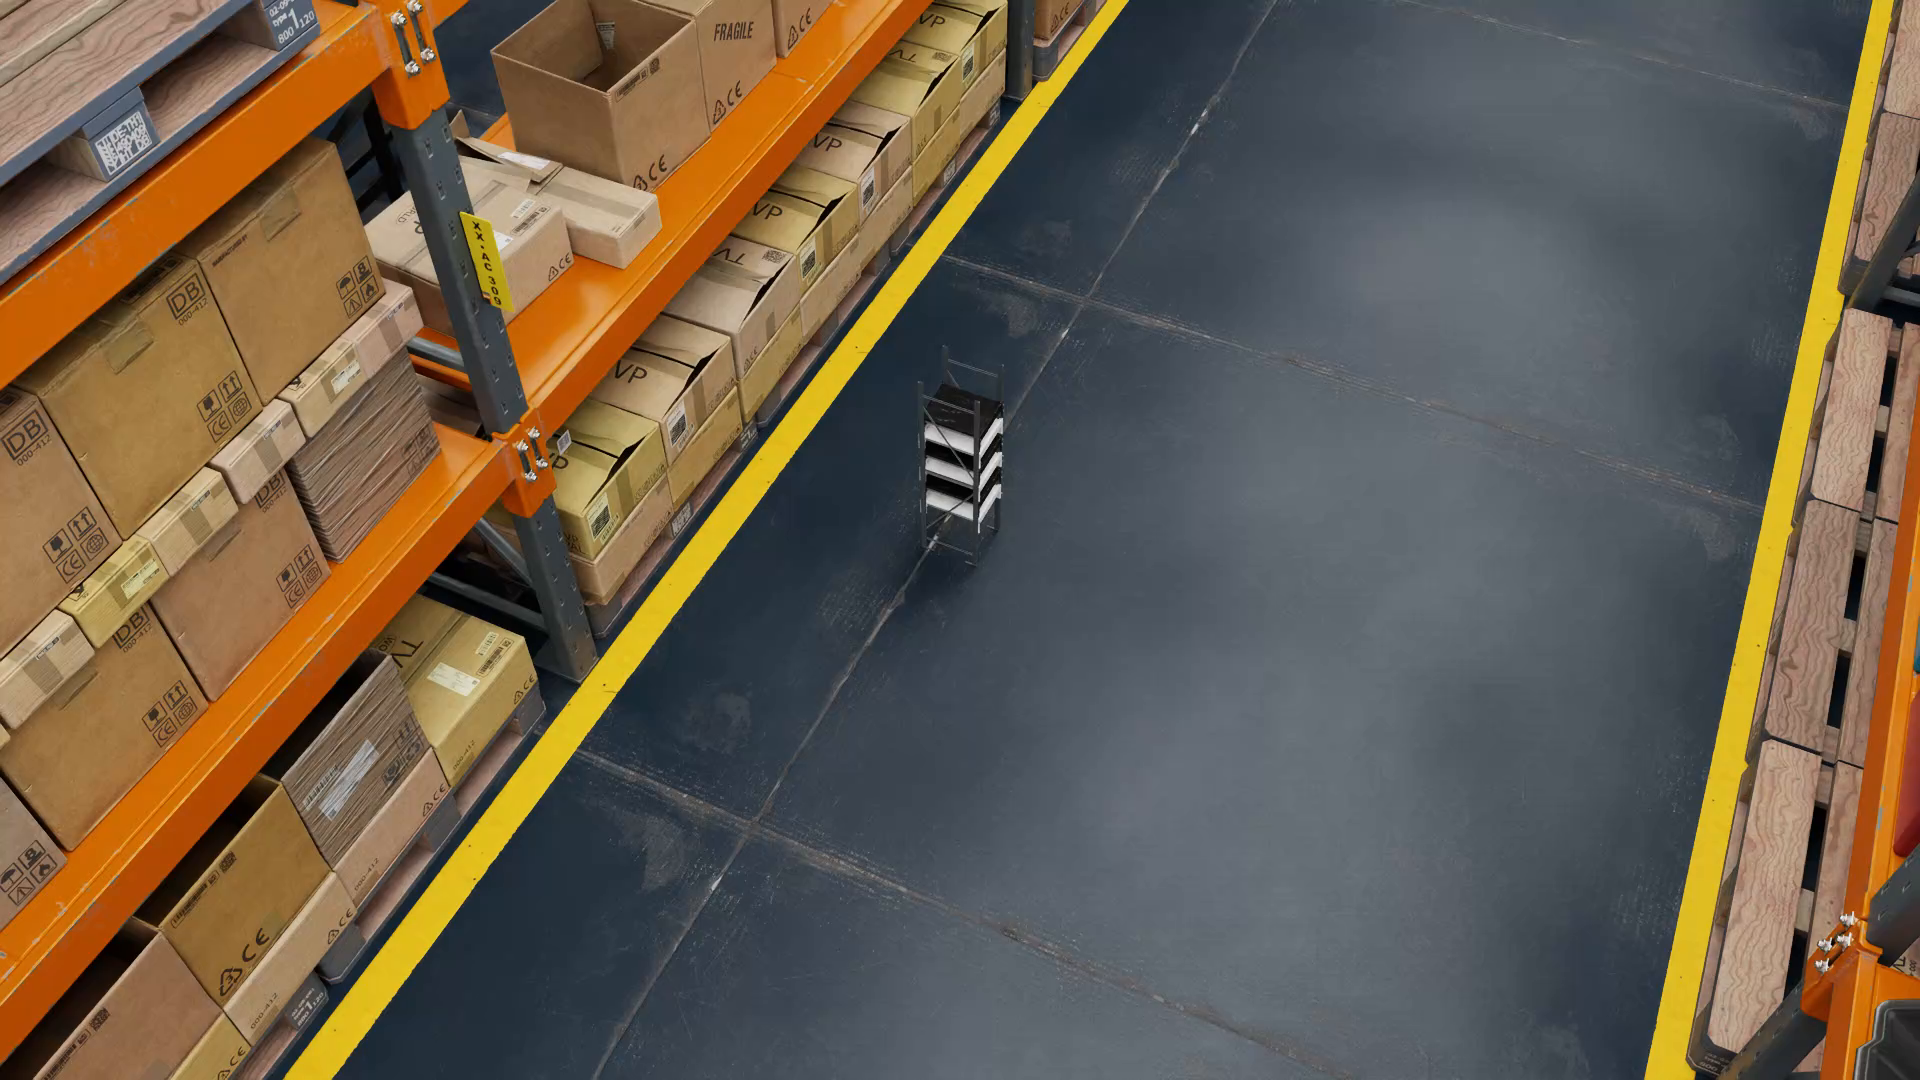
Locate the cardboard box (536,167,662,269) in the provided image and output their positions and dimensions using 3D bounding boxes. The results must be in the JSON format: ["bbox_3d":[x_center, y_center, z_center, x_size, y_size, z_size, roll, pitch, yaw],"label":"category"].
[{"bbox_3d":[-1.254,-1.106,5.702,0.380,0.149,0.250,20,52,16],"label":"cardboard box"}]

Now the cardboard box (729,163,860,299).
[{"bbox_3d":[-0.760,-1.334,6.892,0.500,0.311,0.500,21,53,17],"label":"cardboard box"}]

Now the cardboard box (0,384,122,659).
[{"bbox_3d":[-2.431,-0.096,3.760,0.700,0.500,0.500,20,52,16],"label":"cardboard box"}]

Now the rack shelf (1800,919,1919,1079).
[{"bbox_3d":[1.805,2.580,2.872,1.077,0.370,4.000,20,52,16],"label":"rack shelf"}]

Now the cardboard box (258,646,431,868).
[{"bbox_3d":[-2.042,0.599,5.123,0.500,0.500,0.500,20,52,16],"label":"cardboard box"}]

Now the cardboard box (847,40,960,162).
[{"bbox_3d":[-0.326,-2.025,7.480,0.500,0.311,0.500,19,52,16],"label":"cardboard box"}]

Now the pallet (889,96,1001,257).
[{"bbox_3d":[-0.496,-1.941,8.078,1.003,0.211,1.213,20,52,16],"label":"pallet"}]

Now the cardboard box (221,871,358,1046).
[{"bbox_3d":[-2.241,1.191,5.112,0.500,0.250,0.500,20,52,16],"label":"cardboard box"}]

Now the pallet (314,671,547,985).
[{"bbox_3d":[-2.195,0.793,5.751,1.003,0.211,1.213,20,52,16],"label":"pallet"}]

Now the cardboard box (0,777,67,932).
[{"bbox_3d":[-2.657,0.694,3.940,0.700,0.500,0.500,21,53,17],"label":"cardboard box"}]

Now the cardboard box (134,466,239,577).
[{"bbox_3d":[-2.068,-0.098,4.187,0.380,0.149,0.250,20,52,16],"label":"cardboard box"}]

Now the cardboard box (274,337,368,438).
[{"bbox_3d":[-1.848,-0.460,4.496,0.380,0.149,0.250,19,52,15],"label":"cardboard box"}]

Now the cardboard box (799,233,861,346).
[{"bbox_3d":[-0.765,-1.145,7.100,0.500,0.250,0.500,21,53,17],"label":"cardboard box"}]

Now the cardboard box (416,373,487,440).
[{"bbox_3d":[-1.904,-0.443,6.134,0.500,0.311,0.500,20,52,16],"label":"cardboard box"}]

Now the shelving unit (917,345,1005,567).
[{"bbox_3d":[0.003,-0.297,6.227,0.258,0.900,0.210,20,52,16],"label":"shelving unit"}]

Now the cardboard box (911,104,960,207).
[{"bbox_3d":[-0.330,-1.846,7.696,0.500,0.250,0.500,19,52,16],"label":"cardboard box"}]

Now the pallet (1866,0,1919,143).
[{"bbox_3d":[5.190,-2.274,8.362,1.003,0.211,1.213,20,52,16],"label":"pallet"}]

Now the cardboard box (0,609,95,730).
[{"bbox_3d":[-2.284,0.244,3.896,0.380,0.149,0.250,21,53,17],"label":"cardboard box"}]

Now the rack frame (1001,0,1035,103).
[{"bbox_3d":[-0.109,-3.399,7.487,1.000,3.000,0.127,20,52,16],"label":"rack frame"}]

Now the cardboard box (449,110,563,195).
[{"bbox_3d":[-1.608,-1.266,5.761,0.396,0.266,0.258,19,52,15],"label":"cardboard box"}]

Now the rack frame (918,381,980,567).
[{"bbox_3d":[-0.040,-0.227,6.168,0.240,0.900,0.006,20,52,16],"label":"rack frame"}]

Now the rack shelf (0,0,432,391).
[{"bbox_3d":[-2.672,-0.006,3.103,1.077,0.370,4.000,20,52,16],"label":"rack shelf"}]

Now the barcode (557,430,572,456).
[{"bbox_3d":[-1.332,-0.328,5.597,0.001,0.075,0.075,20,52,16],"label":"barcode"}]

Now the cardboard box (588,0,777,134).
[{"bbox_3d":[-1.036,-1.908,6.153,0.500,0.500,0.500,20,52,16],"label":"cardboard box"}]

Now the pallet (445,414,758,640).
[{"bbox_3d":[-1.538,-0.261,6.648,1.003,0.211,1.213,20,52,16],"label":"pallet"}]

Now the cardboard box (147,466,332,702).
[{"bbox_3d":[-2.221,-0.004,4.533,0.700,0.500,0.500,19,52,16],"label":"cardboard box"}]

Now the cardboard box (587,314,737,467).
[{"bbox_3d":[-1.197,-0.618,6.282,0.500,0.311,0.500,19,52,16],"label":"cardboard box"}]

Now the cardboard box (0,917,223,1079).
[{"bbox_3d":[-2.453,1.293,4.532,0.500,0.500,0.500,20,52,16],"label":"cardboard box"}]

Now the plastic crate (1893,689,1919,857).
[{"bbox_3d":[2.590,0.516,4.114,0.402,0.464,0.583,20,52,16],"label":"plastic crate"}]

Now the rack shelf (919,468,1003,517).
[{"bbox_3d":[0.003,-0.217,6.321,0.258,0.077,0.200,20,52,16],"label":"rack shelf"}]

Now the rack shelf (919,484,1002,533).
[{"bbox_3d":[0.003,-0.159,6.390,0.258,0.077,0.200,20,52,16],"label":"rack shelf"}]

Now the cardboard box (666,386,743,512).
[{"bbox_3d":[-1.202,-0.438,6.498,0.500,0.250,0.500,21,53,17],"label":"cardboard box"}]

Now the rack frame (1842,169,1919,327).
[{"bbox_3d":[4.368,-1.784,6.114,1.000,3.000,0.127,20,52,16],"label":"rack frame"}]

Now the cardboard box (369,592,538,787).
[{"bbox_3d":[-1.818,0.501,5.699,0.500,0.250,0.500,20,52,16],"label":"cardboard box"}]

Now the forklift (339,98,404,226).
[{"bbox_3d":[-2.911,-1.937,6.289,1.130,2.935,3.031,19,52,15],"label":"forklift"}]

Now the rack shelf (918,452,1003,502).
[{"bbox_3d":[0.003,-0.276,6.253,0.258,0.077,0.200,20,52,16],"label":"rack shelf"}]

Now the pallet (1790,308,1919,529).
[{"bbox_3d":[4.002,-0.360,6.733,1.003,0.211,1.213,20,52,16],"label":"pallet"}]

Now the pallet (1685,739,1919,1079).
[{"bbox_3d":[2.960,1.320,5.303,1.003,0.211,1.213,20,52,16],"label":"pallet"}]

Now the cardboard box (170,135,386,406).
[{"bbox_3d":[-2.002,-0.789,4.350,0.700,0.500,0.500,20,52,16],"label":"cardboard box"}]

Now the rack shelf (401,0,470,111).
[{"bbox_3d":[-0.963,-2.760,5.447,1.077,0.370,4.000,20,52,16],"label":"rack shelf"}]

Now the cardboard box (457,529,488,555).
[{"bbox_3d":[-1.903,-0.269,6.354,0.500,0.250,0.500,19,52,16],"label":"cardboard box"}]
